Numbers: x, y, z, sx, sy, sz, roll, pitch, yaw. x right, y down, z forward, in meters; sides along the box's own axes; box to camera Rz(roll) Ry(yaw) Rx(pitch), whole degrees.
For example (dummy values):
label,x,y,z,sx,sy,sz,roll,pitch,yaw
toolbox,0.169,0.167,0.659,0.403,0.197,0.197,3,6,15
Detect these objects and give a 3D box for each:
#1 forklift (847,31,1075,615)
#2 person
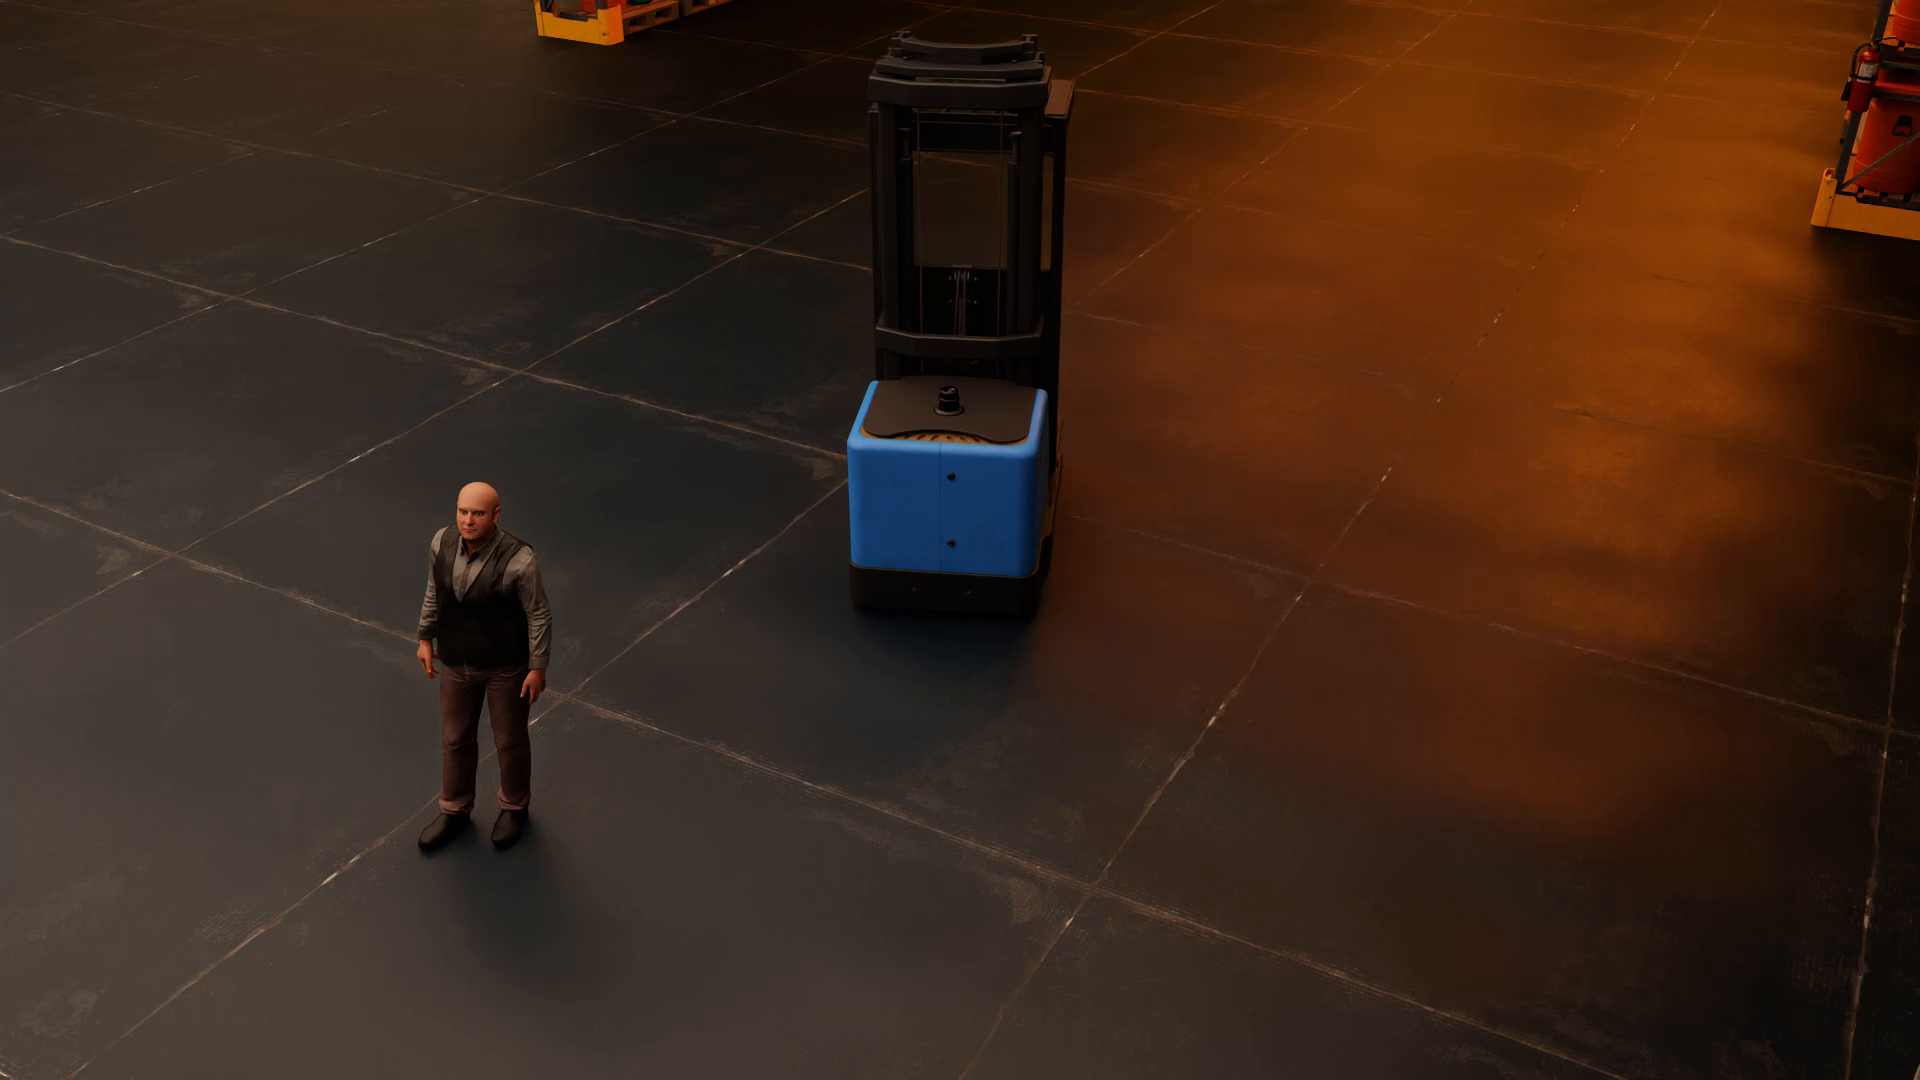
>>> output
label,x,y,z,sx,sy,sz,roll,pitch,yaw
forklift,0.072,-1.572,9.794,1.130,2.935,3.031,3,30,6
person,-2.106,0.571,7.277,0.633,1.722,0.566,9,31,15
